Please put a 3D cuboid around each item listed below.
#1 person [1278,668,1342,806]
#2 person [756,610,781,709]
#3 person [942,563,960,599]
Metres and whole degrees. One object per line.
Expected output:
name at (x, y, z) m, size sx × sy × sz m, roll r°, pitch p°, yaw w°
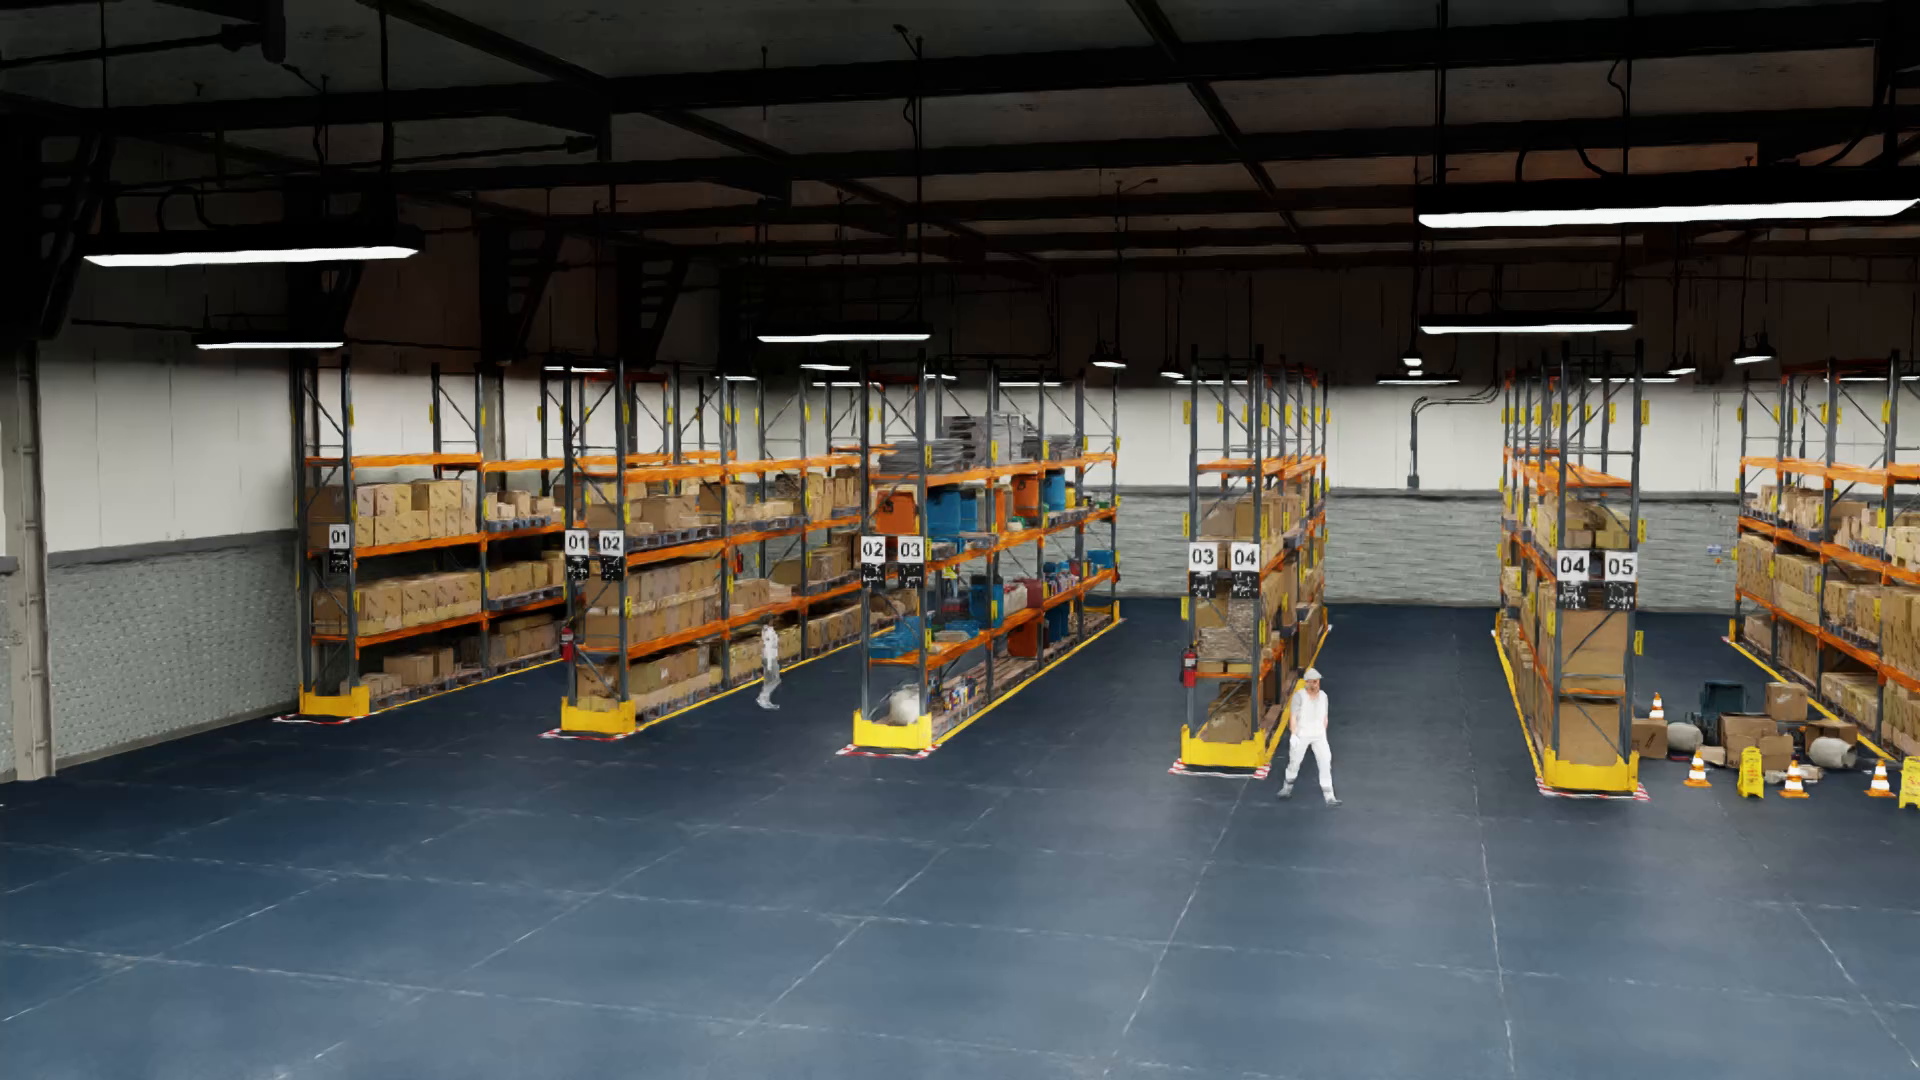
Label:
person at (4.494, 2.521, 21.411) m, size 0.586 × 1.761 × 0.947 m, roll -1°, pitch 4°, yaw -10°
person at (-3.277, 2.045, 28.288) m, size 0.414 × 1.675 × 0.516 m, roll -1°, pitch 4°, yaw -12°
person at (-0.289, 0.967, 42.477) m, size 0.621 × 1.725 × 0.953 m, roll -1°, pitch 4°, yaw -8°
